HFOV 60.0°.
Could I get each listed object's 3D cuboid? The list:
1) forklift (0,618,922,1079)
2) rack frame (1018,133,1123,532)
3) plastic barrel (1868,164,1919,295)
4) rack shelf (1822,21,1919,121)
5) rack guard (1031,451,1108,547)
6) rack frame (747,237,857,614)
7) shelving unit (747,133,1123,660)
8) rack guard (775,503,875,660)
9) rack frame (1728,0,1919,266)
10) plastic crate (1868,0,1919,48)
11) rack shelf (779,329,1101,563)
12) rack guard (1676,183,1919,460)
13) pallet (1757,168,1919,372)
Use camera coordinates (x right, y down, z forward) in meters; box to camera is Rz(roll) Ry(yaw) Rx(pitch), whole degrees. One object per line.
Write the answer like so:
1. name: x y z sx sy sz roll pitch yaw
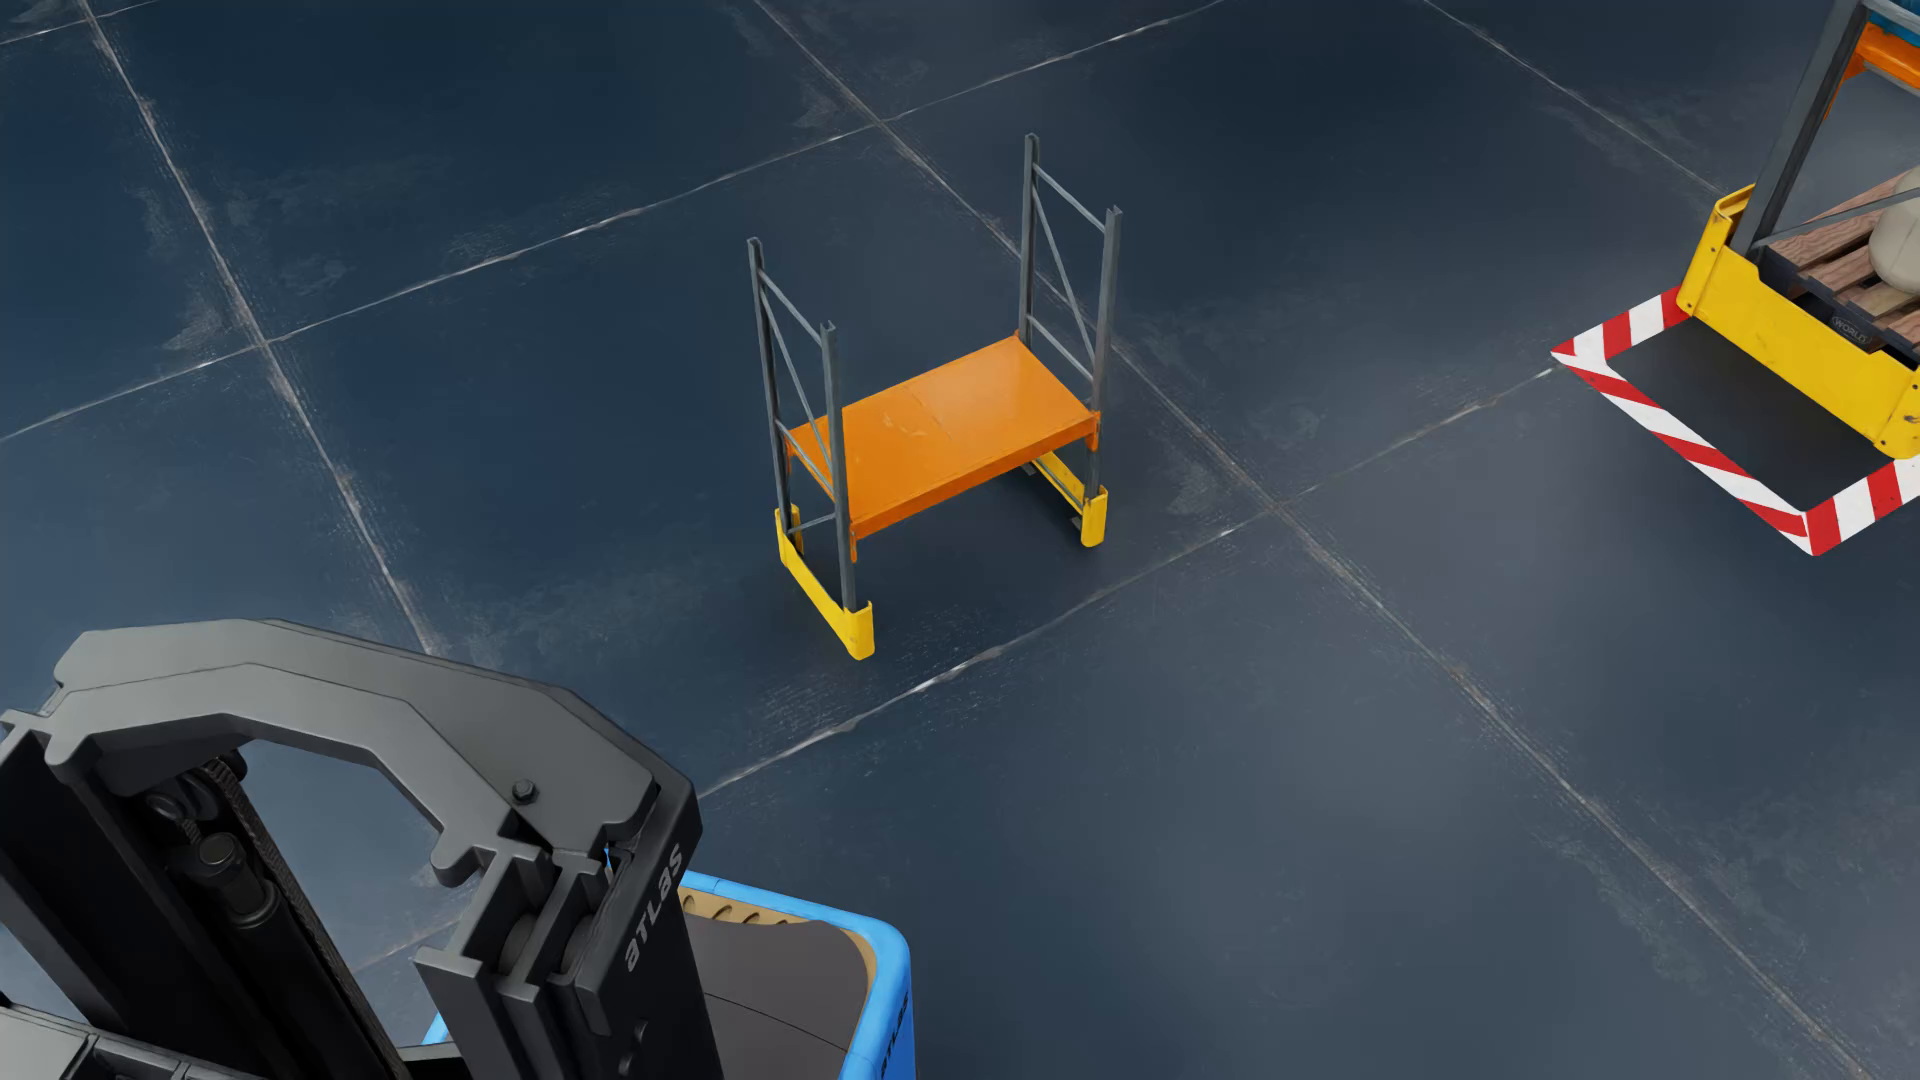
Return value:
1. forklift: -1.001 1.631 2.835 1.130 2.935 3.031 12 49 11
2. rack frame: 0.358 -0.667 5.840 0.032 1.500 0.500 -25 53 -21
3. plastic barrel: 3.992 -1.294 6.779 0.421 0.512 0.421 0 48 0
4. rack shelf: 5.168 -2.229 6.708 4.000 0.370 1.077 -25 53 -21
5. rack guard: 0.357 -0.251 6.306 0.087 0.250 0.587 -25 53 -21
6. rack frame: -0.502 -0.262 5.479 0.032 1.500 0.500 -25 53 -21
7. shelving unit: -0.064 -0.468 5.663 1.083 1.500 0.587 -25 53 -21
8. rack guard: -0.486 0.146 5.953 0.087 0.250 0.587 -25 53 -21
9. rack frame: 3.476 -1.672 5.730 0.127 3.000 1.000 -25 53 -21
10. plastic crate: 3.740 -2.011 6.132 0.616 0.251 0.499 -25 53 -21
11. rack shelf: -0.072 -0.345 5.794 1.000 0.185 0.538 -25 53 -21
12. rack guard: 3.516 -0.900 6.717 0.348 0.500 1.175 -25 53 -21
13. pallet: 4.205 -1.125 7.110 1.213 0.211 1.003 -25 53 -21
